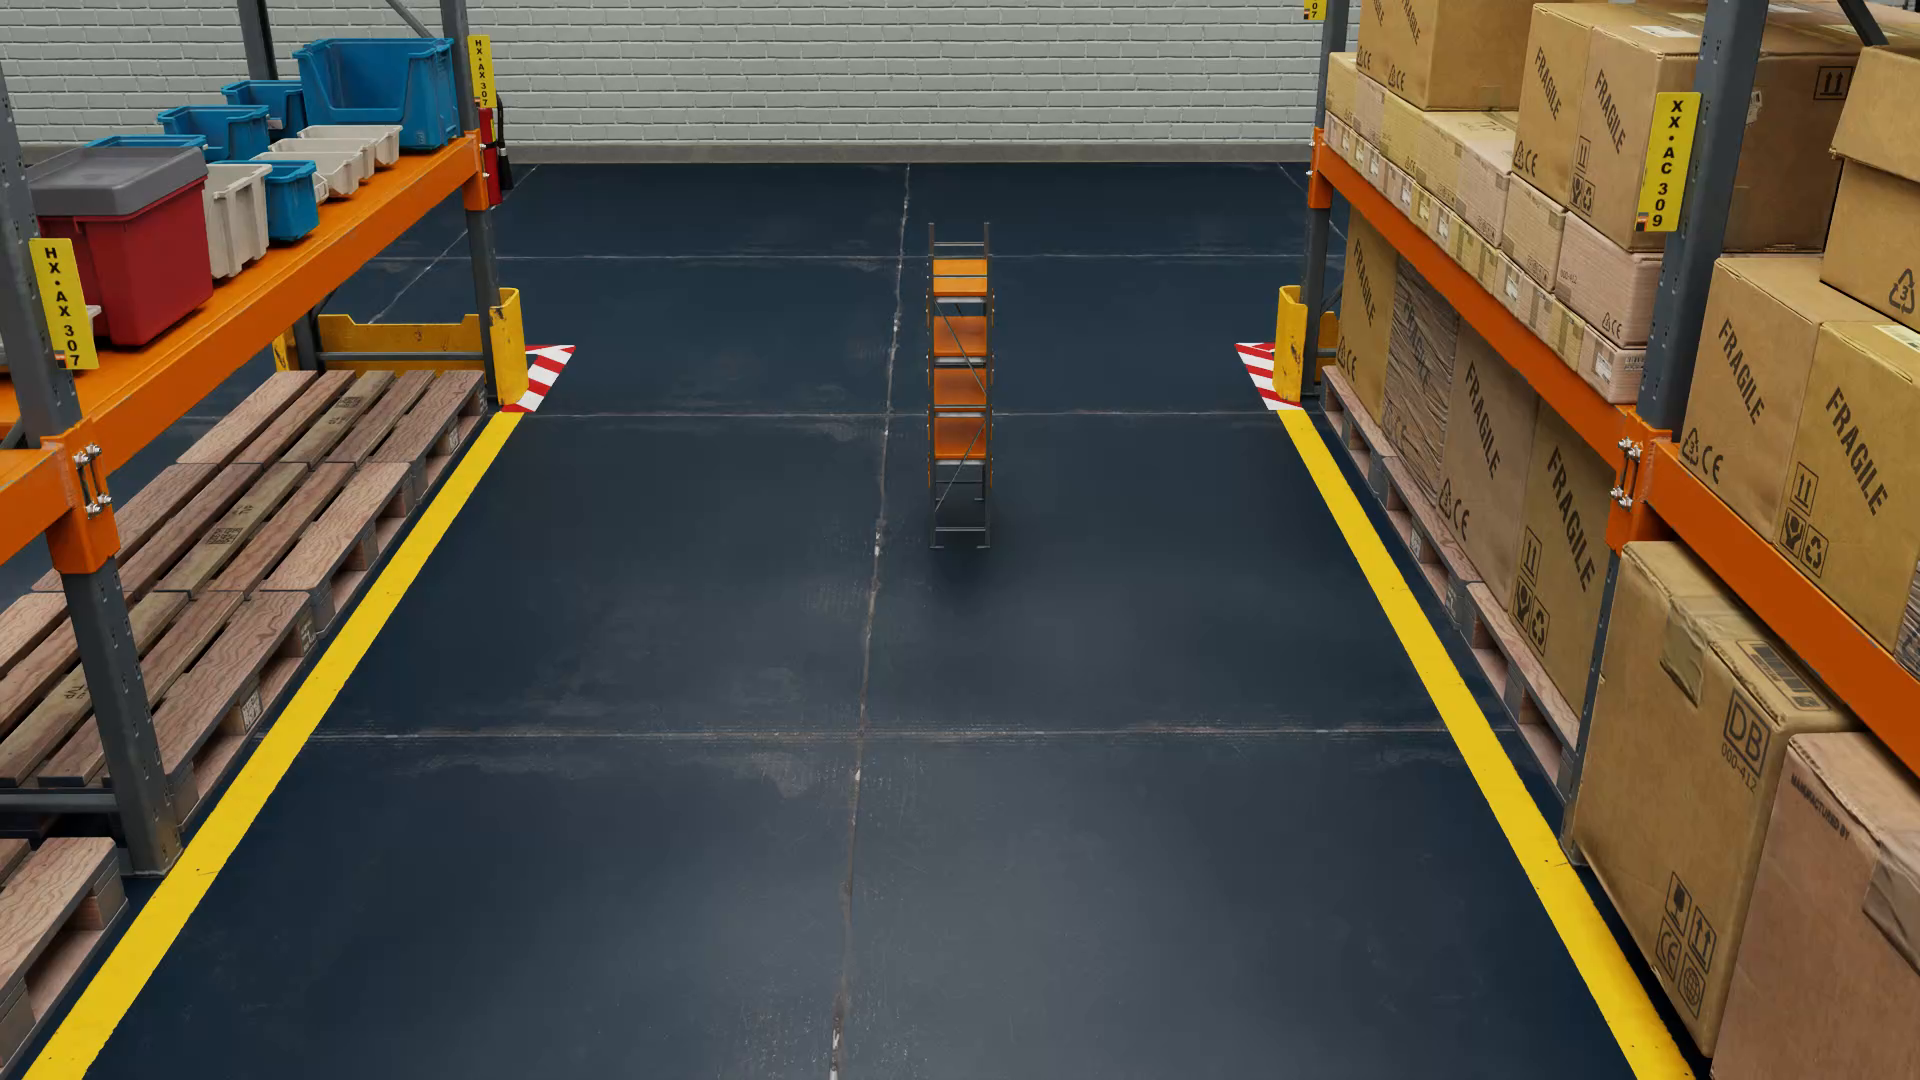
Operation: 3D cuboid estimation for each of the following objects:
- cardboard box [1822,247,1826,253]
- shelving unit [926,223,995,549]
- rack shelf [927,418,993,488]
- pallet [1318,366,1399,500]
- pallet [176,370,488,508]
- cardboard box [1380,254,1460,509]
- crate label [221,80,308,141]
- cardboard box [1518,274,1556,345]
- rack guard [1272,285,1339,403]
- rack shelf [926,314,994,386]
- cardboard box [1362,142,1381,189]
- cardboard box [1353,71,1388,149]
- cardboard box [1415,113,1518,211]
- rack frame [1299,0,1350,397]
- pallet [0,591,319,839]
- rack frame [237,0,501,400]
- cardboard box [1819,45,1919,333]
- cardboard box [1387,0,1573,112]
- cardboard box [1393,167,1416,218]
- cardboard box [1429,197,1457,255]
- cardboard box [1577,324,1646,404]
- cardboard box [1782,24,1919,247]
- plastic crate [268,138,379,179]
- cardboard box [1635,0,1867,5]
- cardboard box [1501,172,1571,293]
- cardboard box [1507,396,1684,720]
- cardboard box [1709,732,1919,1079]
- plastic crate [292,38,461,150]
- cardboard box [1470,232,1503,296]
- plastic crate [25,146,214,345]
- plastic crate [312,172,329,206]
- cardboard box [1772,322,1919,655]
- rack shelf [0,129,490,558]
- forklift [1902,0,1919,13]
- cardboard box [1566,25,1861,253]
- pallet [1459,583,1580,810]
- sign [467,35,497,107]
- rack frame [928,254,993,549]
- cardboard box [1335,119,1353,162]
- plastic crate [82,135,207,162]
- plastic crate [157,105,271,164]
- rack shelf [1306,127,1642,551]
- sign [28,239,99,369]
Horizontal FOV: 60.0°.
[{"bbox_3d":[2.486,-0.727,4.538,0.500,0.250,0.500,-1,24,-2],"label":"cardboard box"},{"bbox_3d":[-0.002,-0.615,6.654,0.258,1.200,0.503,0,24,-1],"label":"shelving unit"},{"bbox_3d":[-0.002,-0.373,6.763,0.258,0.148,0.480,0,24,-1],"label":"rack shelf"},{"bbox_3d":[2.272,-0.513,7.629,1.003,0.211,1.213,0,24,-1],"label":"pallet"},{"bbox_3d":[-2.797,-0.480,7.556,1.003,0.211,1.213,0,24,-1],"label":"pallet"},{"bbox_3d":[2.282,-0.698,6.722,0.875,0.875,0.875,0,24,-1],"label":"cardboard box"},{"bbox_3d":[-3.094,-1.939,7.527,0.416,0.233,0.303,0,24,-1],"label":"crate label"},{"bbox_3d":[1.892,-0.686,4.933,0.380,0.149,0.250,-1,24,-1],"label":"cardboard box"},{"bbox_3d":[2.185,-0.984,8.319,1.175,0.500,0.348,0,24,-1],"label":"rack guard"},{"bbox_3d":[-0.002,-0.757,6.589,0.258,0.148,0.480,0,24,-1],"label":"rack shelf"},{"bbox_3d":[1.870,-1.532,6.803,0.380,0.149,0.250,-1,24,-1],"label":"cardboard box"},{"bbox_3d":[1.933,-1.767,6.838,0.500,0.250,0.500,-1,24,-1],"label":"cardboard box"},{"bbox_3d":[1.946,-1.345,5.905,0.500,0.250,0.500,-1,24,-2],"label":"cardboard box"},{"bbox_3d":[2.185,-2.113,7.782,1.000,3.000,0.127,0,24,-1],"label":"rack frame"},{"bbox_3d":[-2.771,0.525,5.333,1.003,0.211,1.213,0,24,-1],"label":"pallet"},{"bbox_3d":[-2.768,-2.091,7.733,1.000,3.000,0.127,0,24,-1],"label":"rack frame"},{"bbox_3d":[2.244,-0.704,3.329,0.797,0.503,0.637,-1,24,-2],"label":"cardboard box"},{"bbox_3d":[1.938,-1.904,6.230,0.500,0.500,0.500,-1,24,-2],"label":"cardboard box"},{"bbox_3d":[1.875,-1.321,6.336,0.380,0.149,0.250,-1,24,-1],"label":"cardboard box"},{"bbox_3d":[1.882,-1.109,5.867,0.380,0.149,0.250,0,24,0],"label":"cardboard box"},{"bbox_3d":[1.898,-0.475,4.464,0.380,0.149,0.250,0,24,0],"label":"cardboard box"},{"bbox_3d":[2.479,-1.072,4.392,0.500,0.500,0.500,0,24,-1],"label":"cardboard box"},{"bbox_3d":[-2.589,-1.543,6.770,0.396,0.136,0.243,0,24,-1],"label":"plastic crate"},{"bbox_3d":[2.471,-1.490,5.315,0.500,0.500,0.500,-1,24,-2],"label":"cardboard box"},{"bbox_3d":[1.953,-0.926,4.979,0.500,0.250,0.500,0,24,1],"label":"cardboard box"},{"bbox_3d":[2.302,0.040,5.091,0.875,0.875,0.875,0,24,-1],"label":"cardboard box"},{"bbox_3d":[2.266,0.944,3.092,1.225,0.875,0.875,-1,24,-2],"label":"cardboard box"},{"bbox_3d":[-2.577,-1.997,7.410,0.616,0.435,0.499,0,24,-1],"label":"plastic crate"},{"bbox_3d":[1.886,-0.899,5.402,0.380,0.149,0.250,0,24,0],"label":"cardboard box"},{"bbox_3d":[-2.483,-0.868,4.879,0.402,0.464,0.583,0,24,-1],"label":"plastic crate"},{"bbox_3d":[-2.540,-1.307,6.247,0.298,0.136,0.250,0,24,-1],"label":"plastic crate"},{"bbox_3d":[1.990,-0.113,3.238,0.500,0.500,0.500,0,24,0],"label":"cardboard box"},{"bbox_3d":[-2.746,-0.939,6.059,1.077,0.370,4.000,0,24,-1],"label":"rack shelf"},{"bbox_3d":[4.521,-2.098,7.832,1.130,2.935,3.031,-2,24,-3],"label":"forklift"},{"bbox_3d":[1.956,-1.062,4.369,0.500,0.500,0.500,0,24,1],"label":"cardboard box"},{"bbox_3d":[2.299,0.492,5.406,1.003,0.211,1.213,0,24,-1],"label":"pallet"},{"bbox_3d":[-2.218,-2.174,7.720,0.100,0.325,0.005,0,24,-1],"label":"sign"},{"bbox_3d":[0.001,-0.514,6.431,0.240,1.200,0.015,0,24,-1],"label":"rack frame"},{"bbox_3d":[1.863,-1.745,7.274,0.380,0.149,0.250,-1,24,-1],"label":"cardboard box"},{"bbox_3d":[-3.080,-1.396,6.327,0.416,0.233,0.300,0,24,-1],"label":"plastic crate"},{"bbox_3d":[-3.087,-1.667,6.927,0.416,0.233,0.300,0,24,-1],"label":"plastic crate"},{"bbox_3d":[2.207,-0.961,6.108,1.077,0.370,4.000,0,24,-1],"label":"rack shelf"},{"bbox_3d":[-2.174,-0.570,4.035,0.100,0.325,0.005,0,24,-1],"label":"sign"}]
